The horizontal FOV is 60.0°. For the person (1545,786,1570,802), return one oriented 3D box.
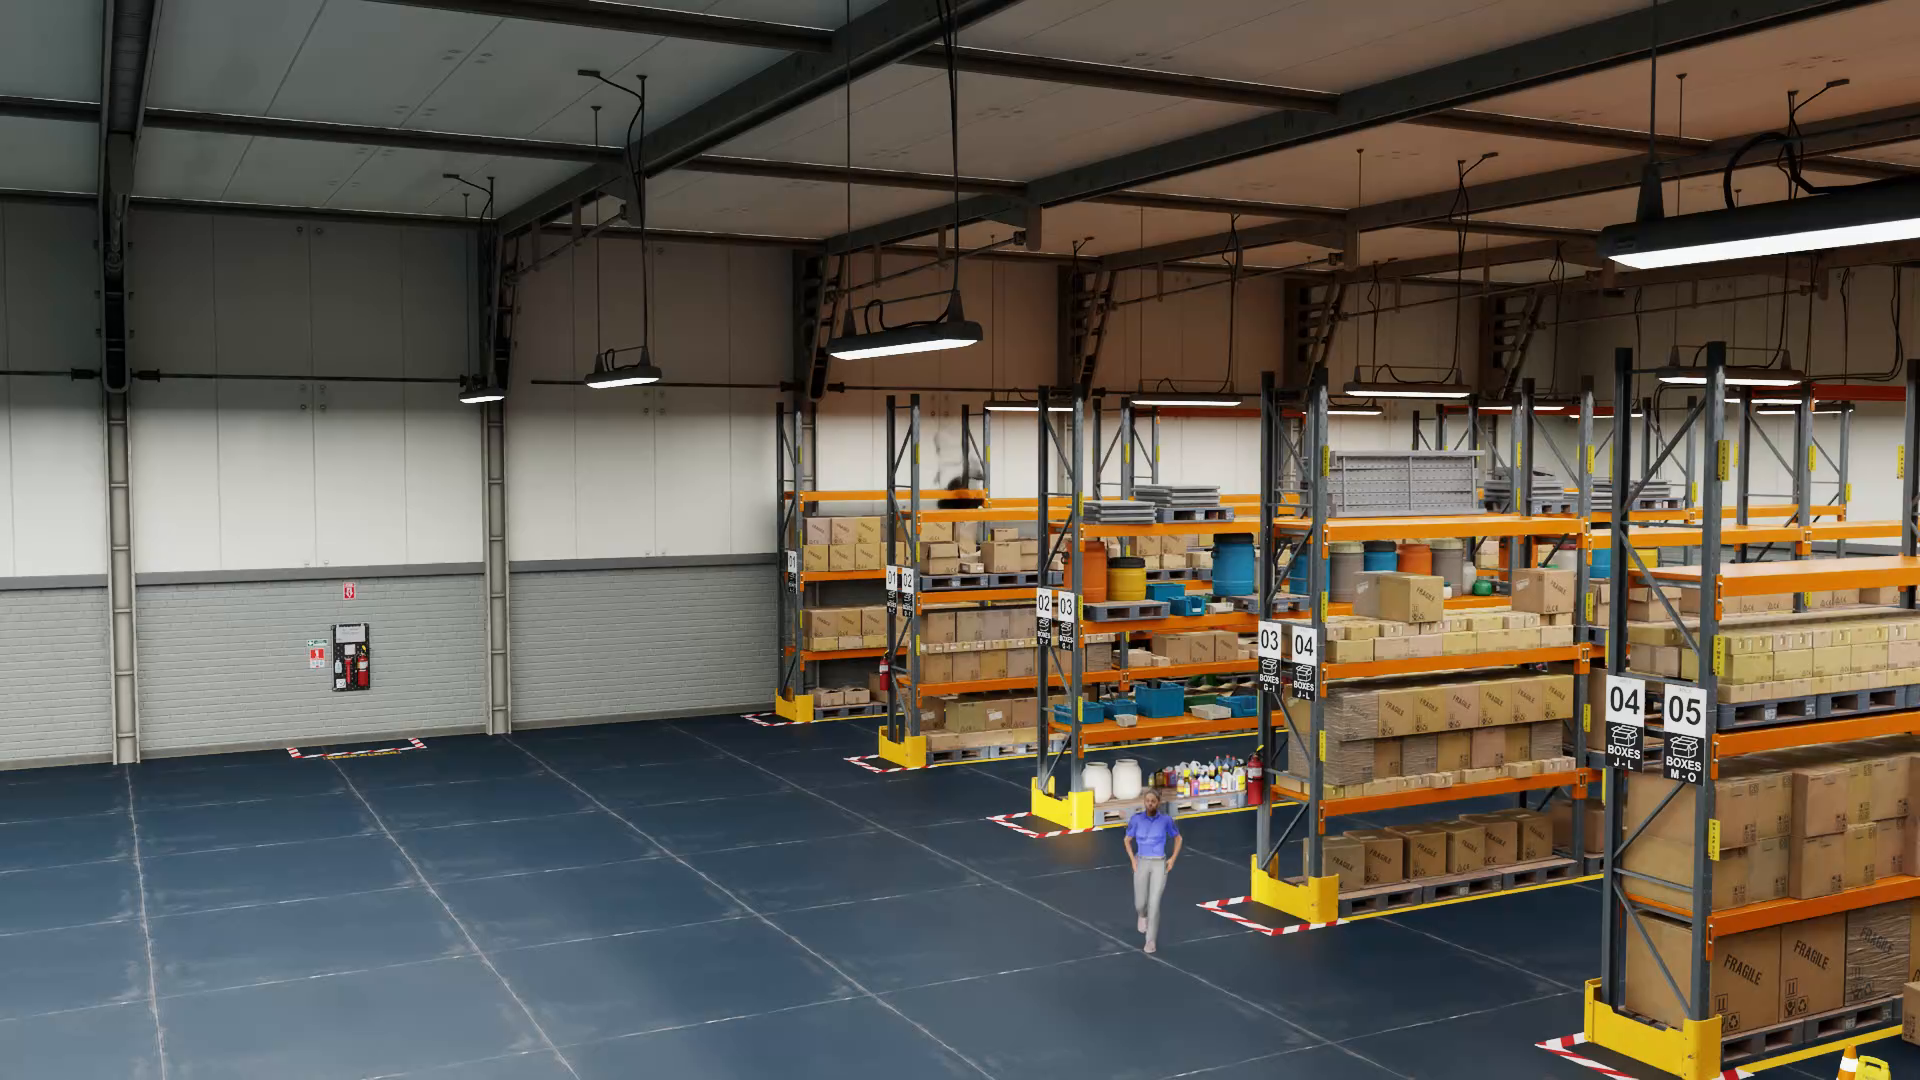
[{"bbox_3d":[8.201,3.011,22.969,0.544,1.573,0.554,-2,4,-33],"label":"person"}]

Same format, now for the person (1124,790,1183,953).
[{"bbox_3d":[1.999,3.387,17.222,0.601,1.640,0.635,1,3,12],"label":"person"}]

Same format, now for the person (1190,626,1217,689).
[{"bbox_3d":[4.788,2.363,32.241,0.601,1.620,0.604,-3,4,-39],"label":"person"}]
